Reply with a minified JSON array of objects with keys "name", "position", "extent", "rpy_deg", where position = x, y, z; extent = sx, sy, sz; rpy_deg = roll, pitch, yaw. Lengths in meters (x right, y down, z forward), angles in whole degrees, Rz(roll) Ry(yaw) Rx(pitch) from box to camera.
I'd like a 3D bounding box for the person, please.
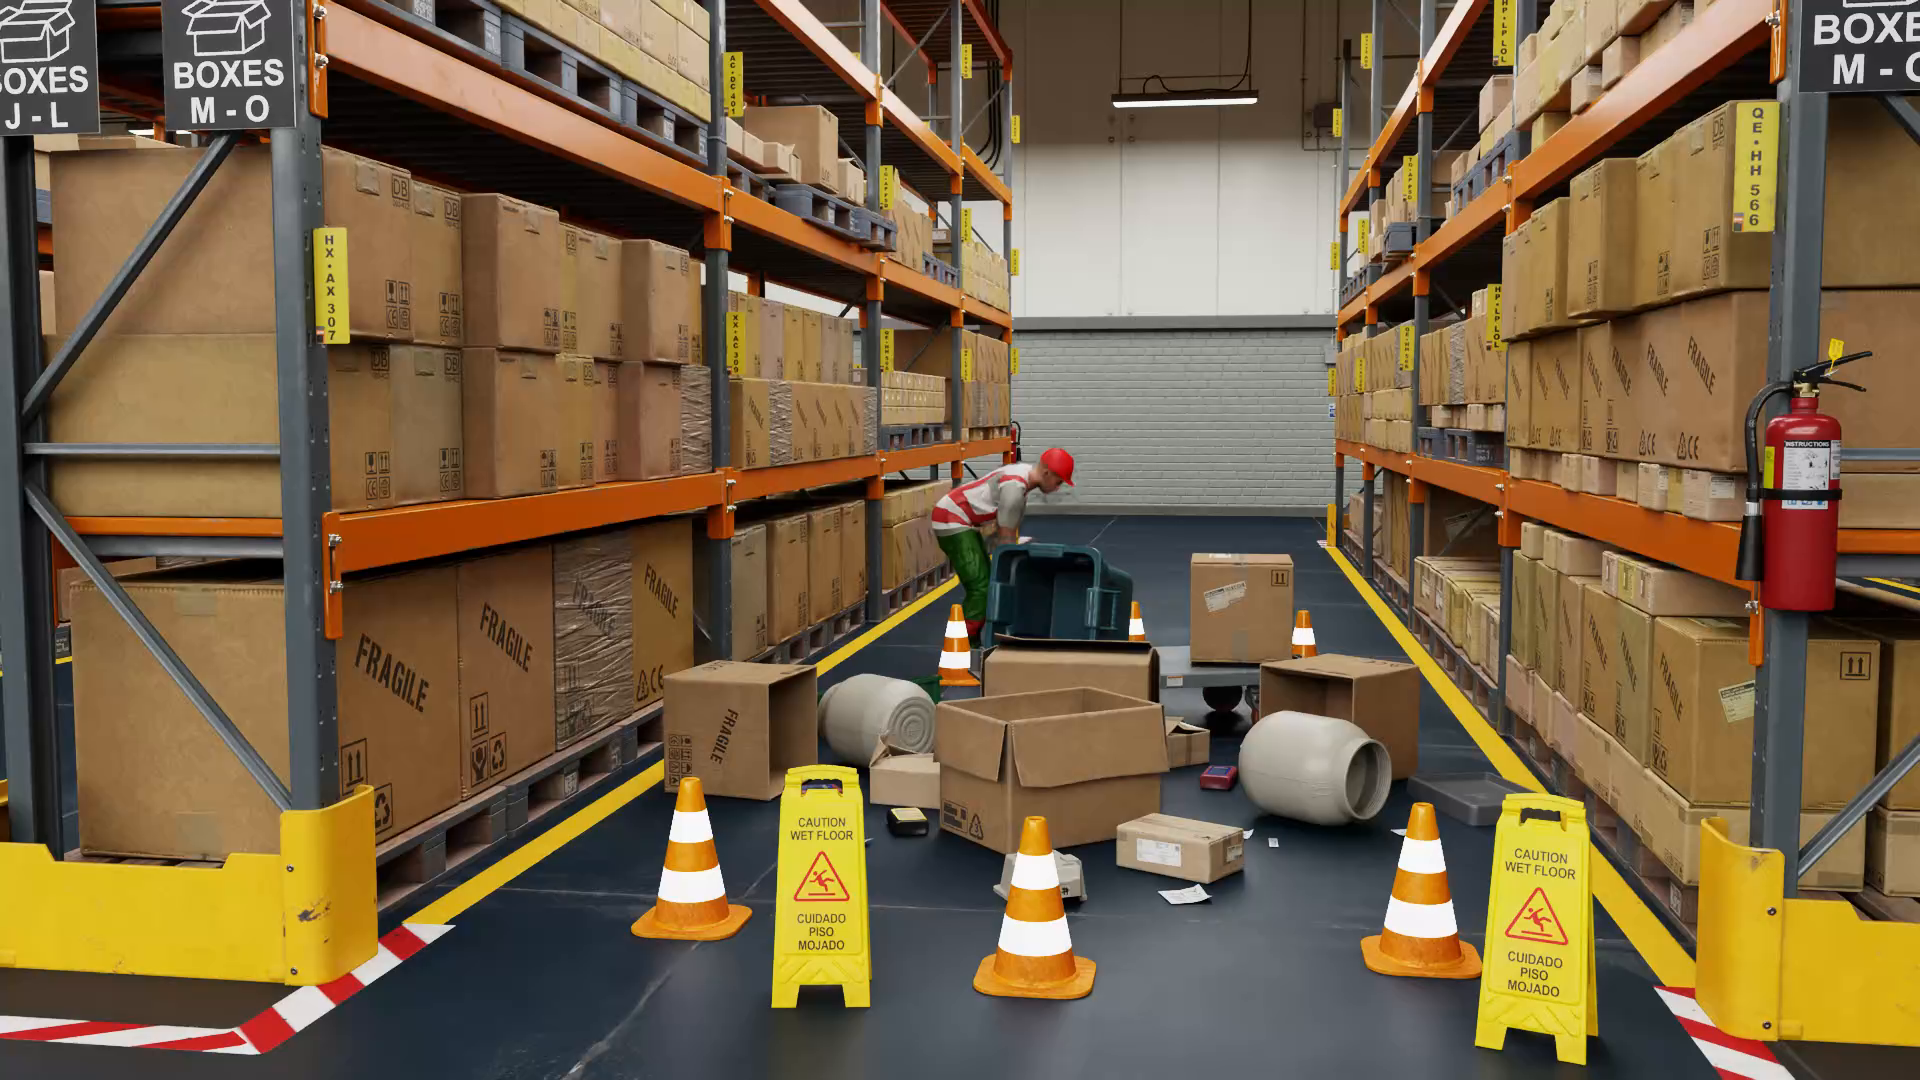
[{"name":"person","position":[0.263,0.122,10.375],"extent":[0.888,1.396,0.471],"rpy_deg":[1,4,7]}]
